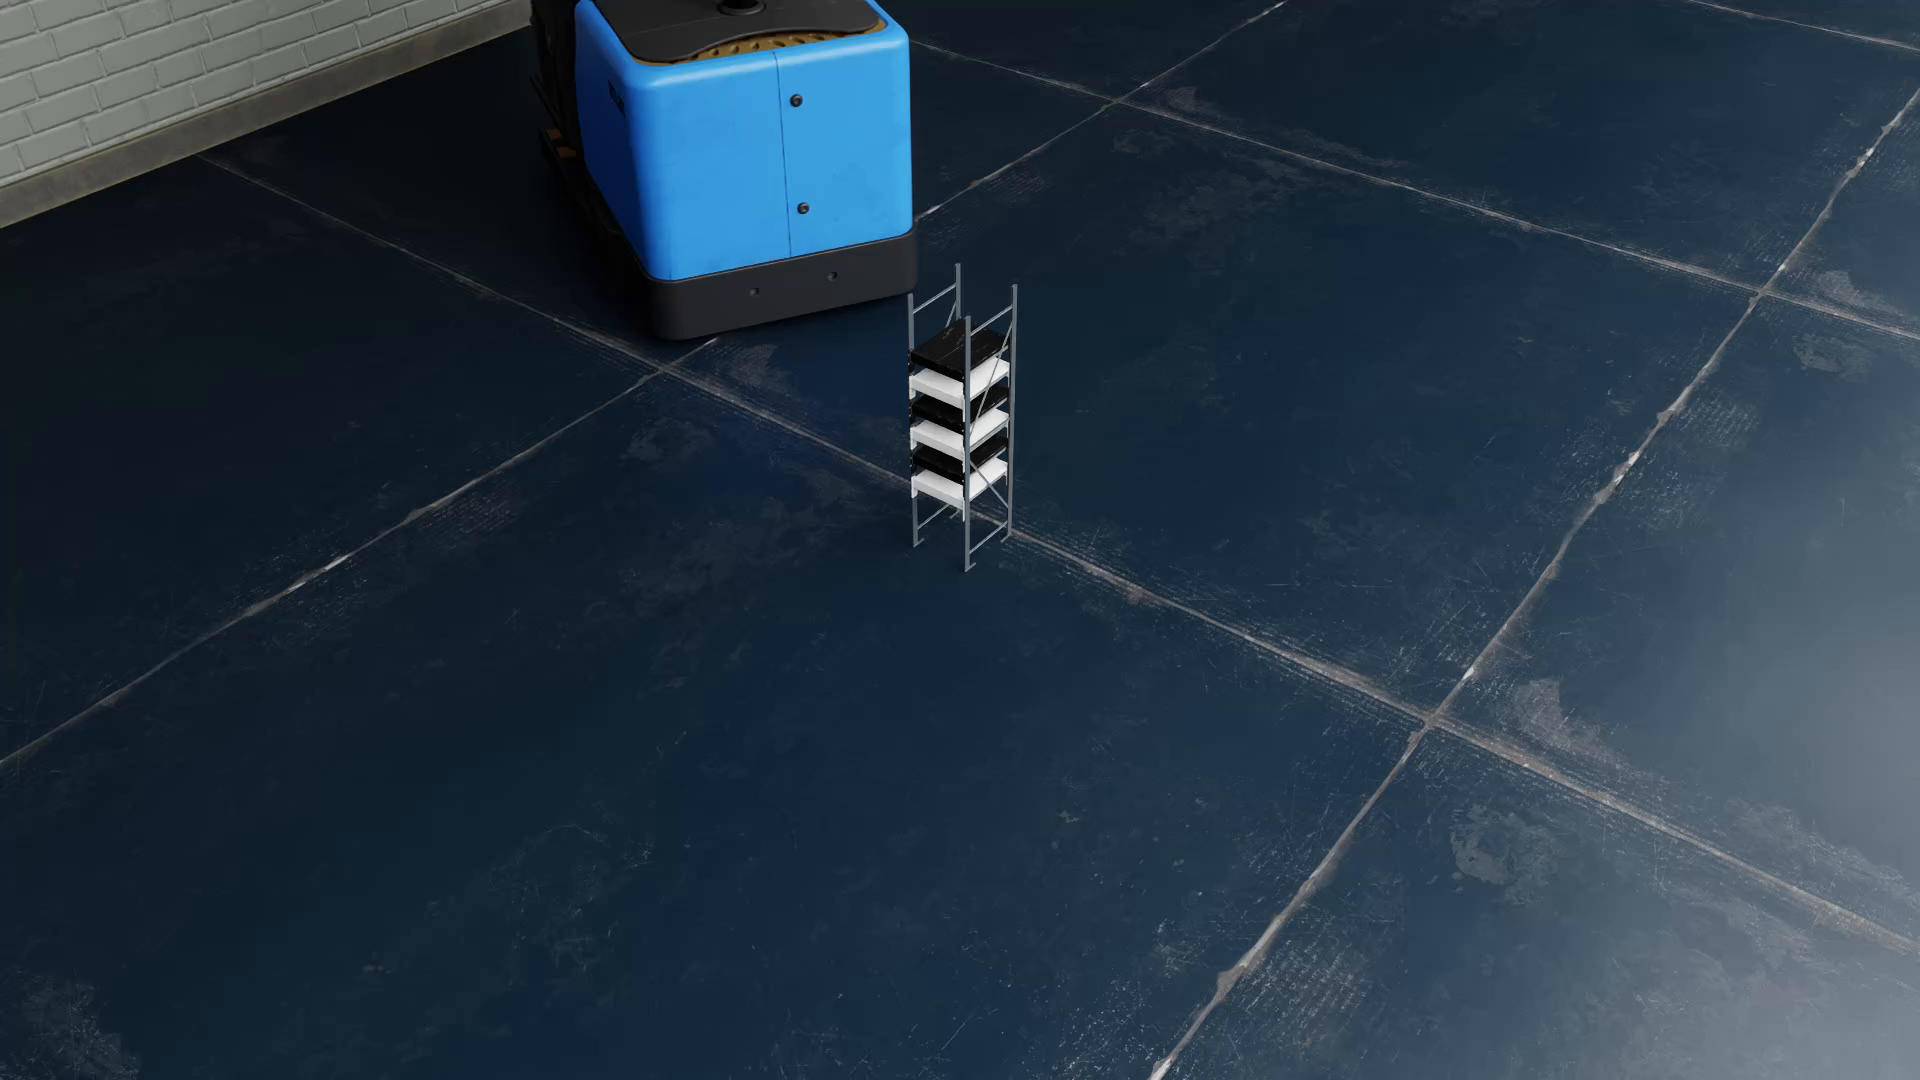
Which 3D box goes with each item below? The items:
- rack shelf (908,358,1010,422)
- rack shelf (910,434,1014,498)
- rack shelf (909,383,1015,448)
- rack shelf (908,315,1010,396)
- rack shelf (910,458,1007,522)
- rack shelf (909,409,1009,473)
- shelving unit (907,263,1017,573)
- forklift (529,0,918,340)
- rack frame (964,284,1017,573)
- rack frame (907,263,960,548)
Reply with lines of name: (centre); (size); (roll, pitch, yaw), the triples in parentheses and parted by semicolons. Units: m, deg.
rack shelf: (0.006, -0.467, 4.878); (0.200, 0.077, 0.258); (25, 45, 29)
rack shelf: (0.006, -0.254, 5.045); (0.200, 0.077, 0.258); (25, 45, 29)
rack shelf: (0.006, -0.396, 4.934); (0.200, 0.077, 0.258); (25, 45, 29)
rack shelf: (0.006, -0.538, 4.823); (0.200, 0.077, 0.258); (25, 45, 29)
rack shelf: (0.006, -0.183, 5.100); (0.200, 0.077, 0.258); (25, 45, 29)
rack shelf: (0.006, -0.325, 4.989); (0.200, 0.077, 0.258); (25, 45, 29)
shelving unit: (0.006, -0.351, 4.969); (0.210, 0.900, 0.258); (25, 45, 29)
forklift: (-1.208, -2.789, 6.434); (1.130, 2.935, 3.031); (-15, 40, -18)
rack frame: (0.087, -0.313, 4.920); (0.006, 0.900, 0.240); (25, 45, 29)
rack frame: (-0.074, -0.389, 5.017); (0.006, 0.900, 0.240); (25, 45, 29)
